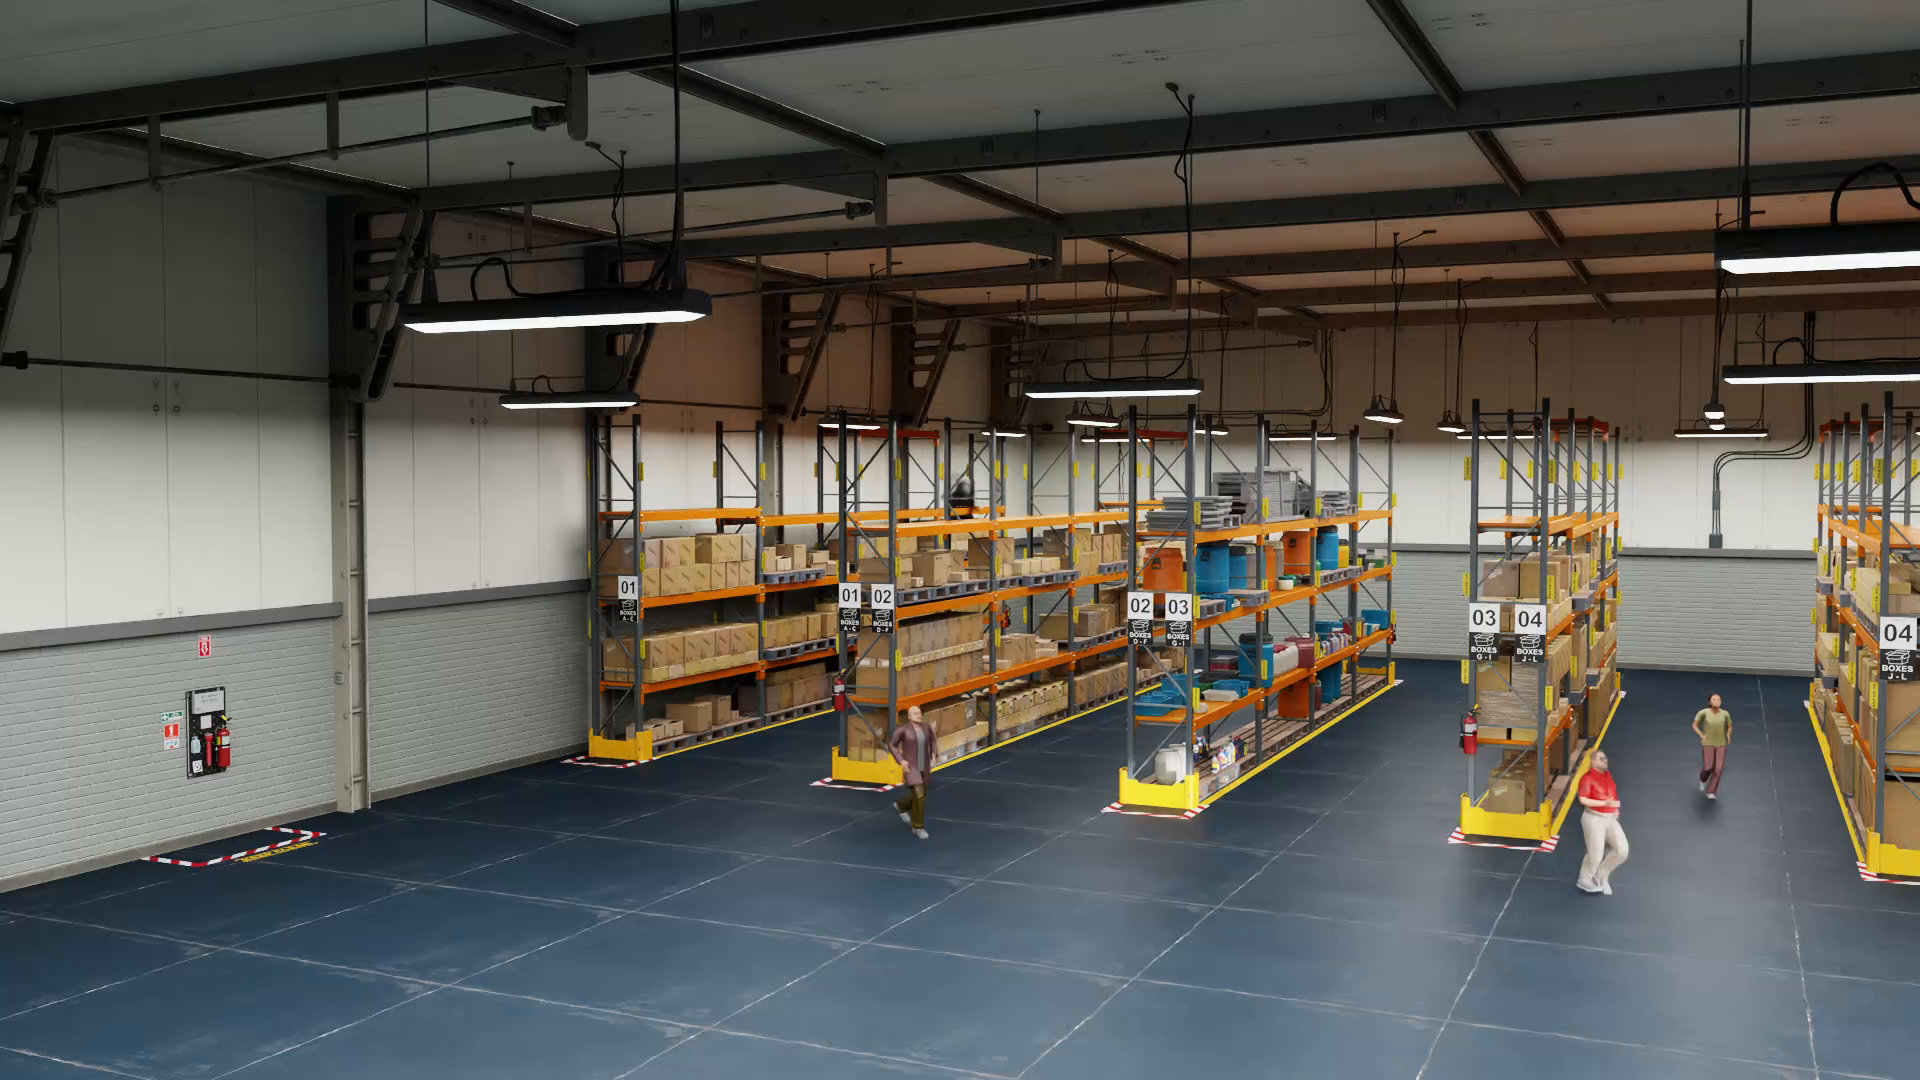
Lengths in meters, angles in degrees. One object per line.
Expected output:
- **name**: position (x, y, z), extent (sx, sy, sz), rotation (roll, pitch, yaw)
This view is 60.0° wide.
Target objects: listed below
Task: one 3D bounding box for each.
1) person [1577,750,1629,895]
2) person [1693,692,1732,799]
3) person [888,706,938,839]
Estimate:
- **person**: position (7.591, 3.349, 19.588), extent (0.644, 1.736, 0.656), rotation (-1, 3, -27)
- **person**: position (11.531, 3.142, 25.448), extent (0.566, 1.616, 0.536), rotation (0, 2, 10)
- **person**: position (-0.649, 3.179, 23.004), extent (0.733, 1.806, 0.854), rotation (-2, 3, -34)
